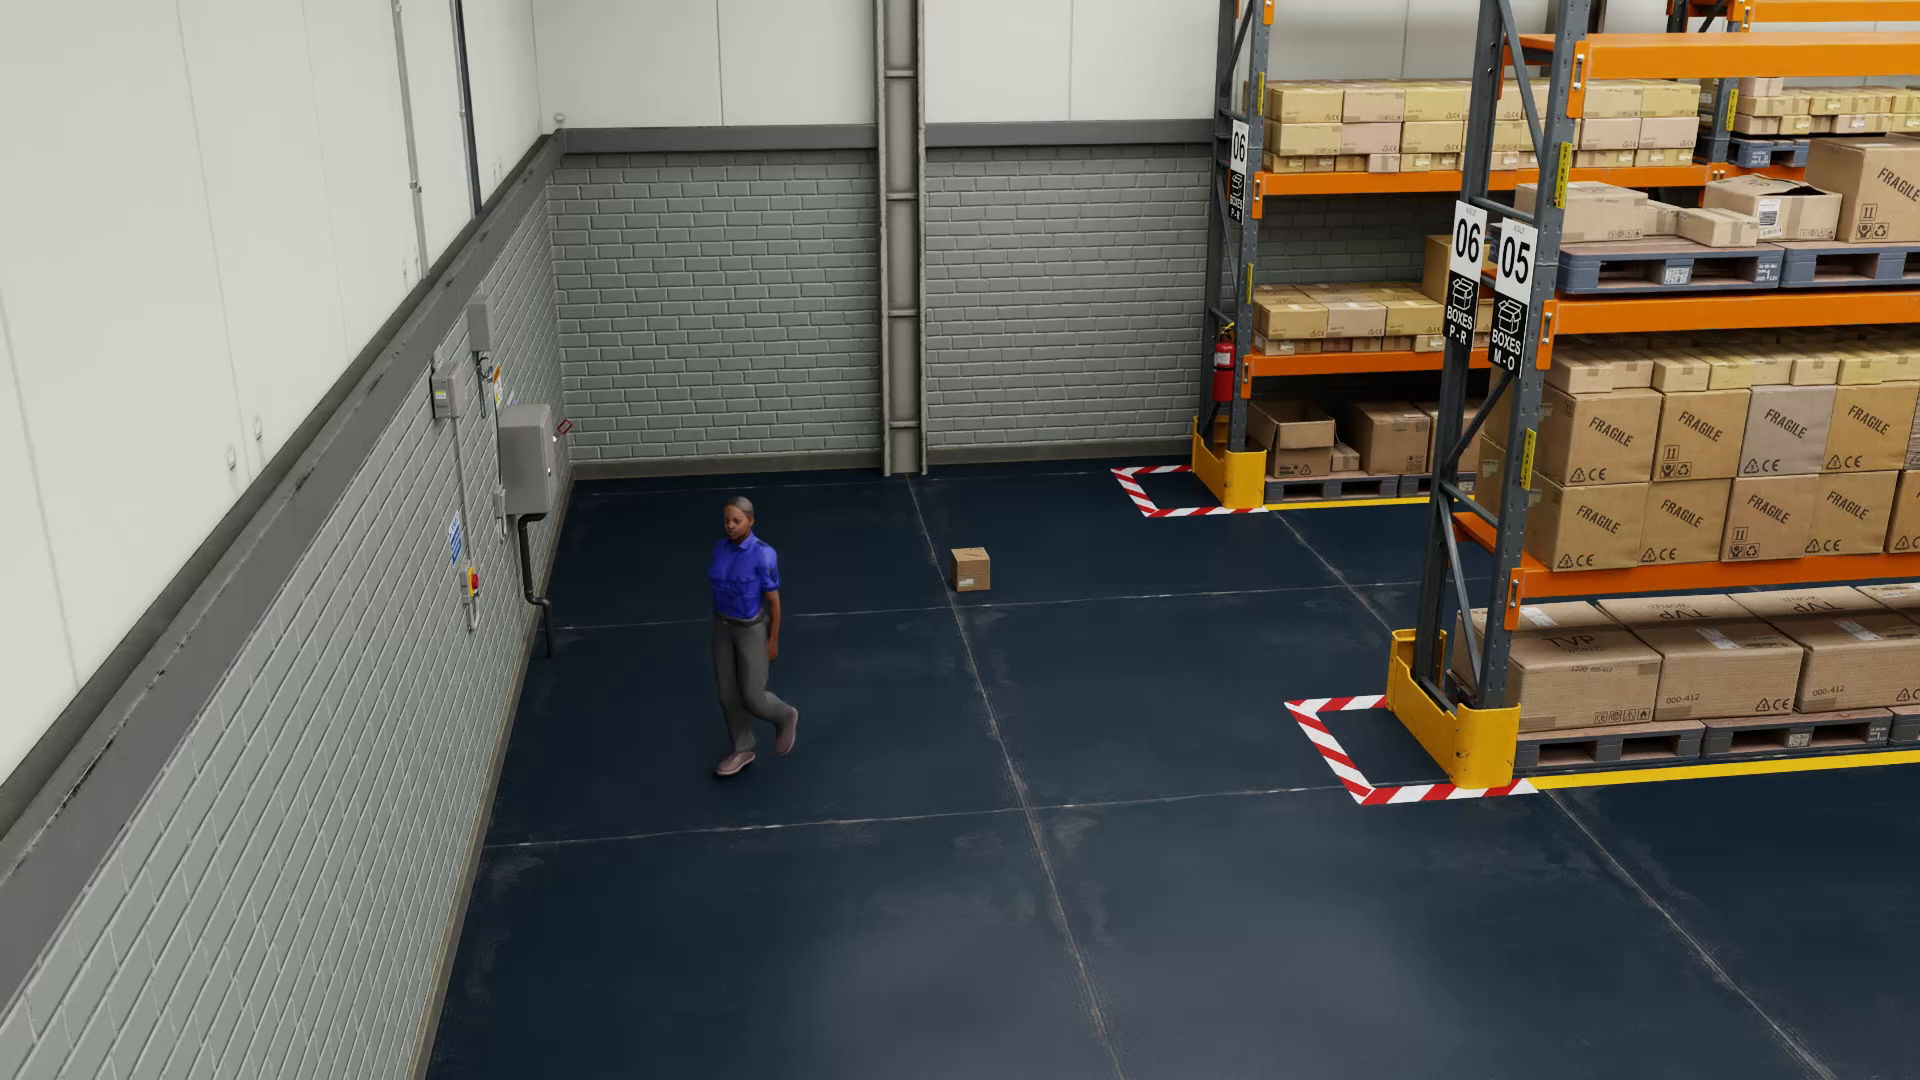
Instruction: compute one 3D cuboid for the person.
[{"bbox_3d":[-1.223,0.536,9.560,0.446,1.642,0.525,11,23,28],"label":"person"}]
